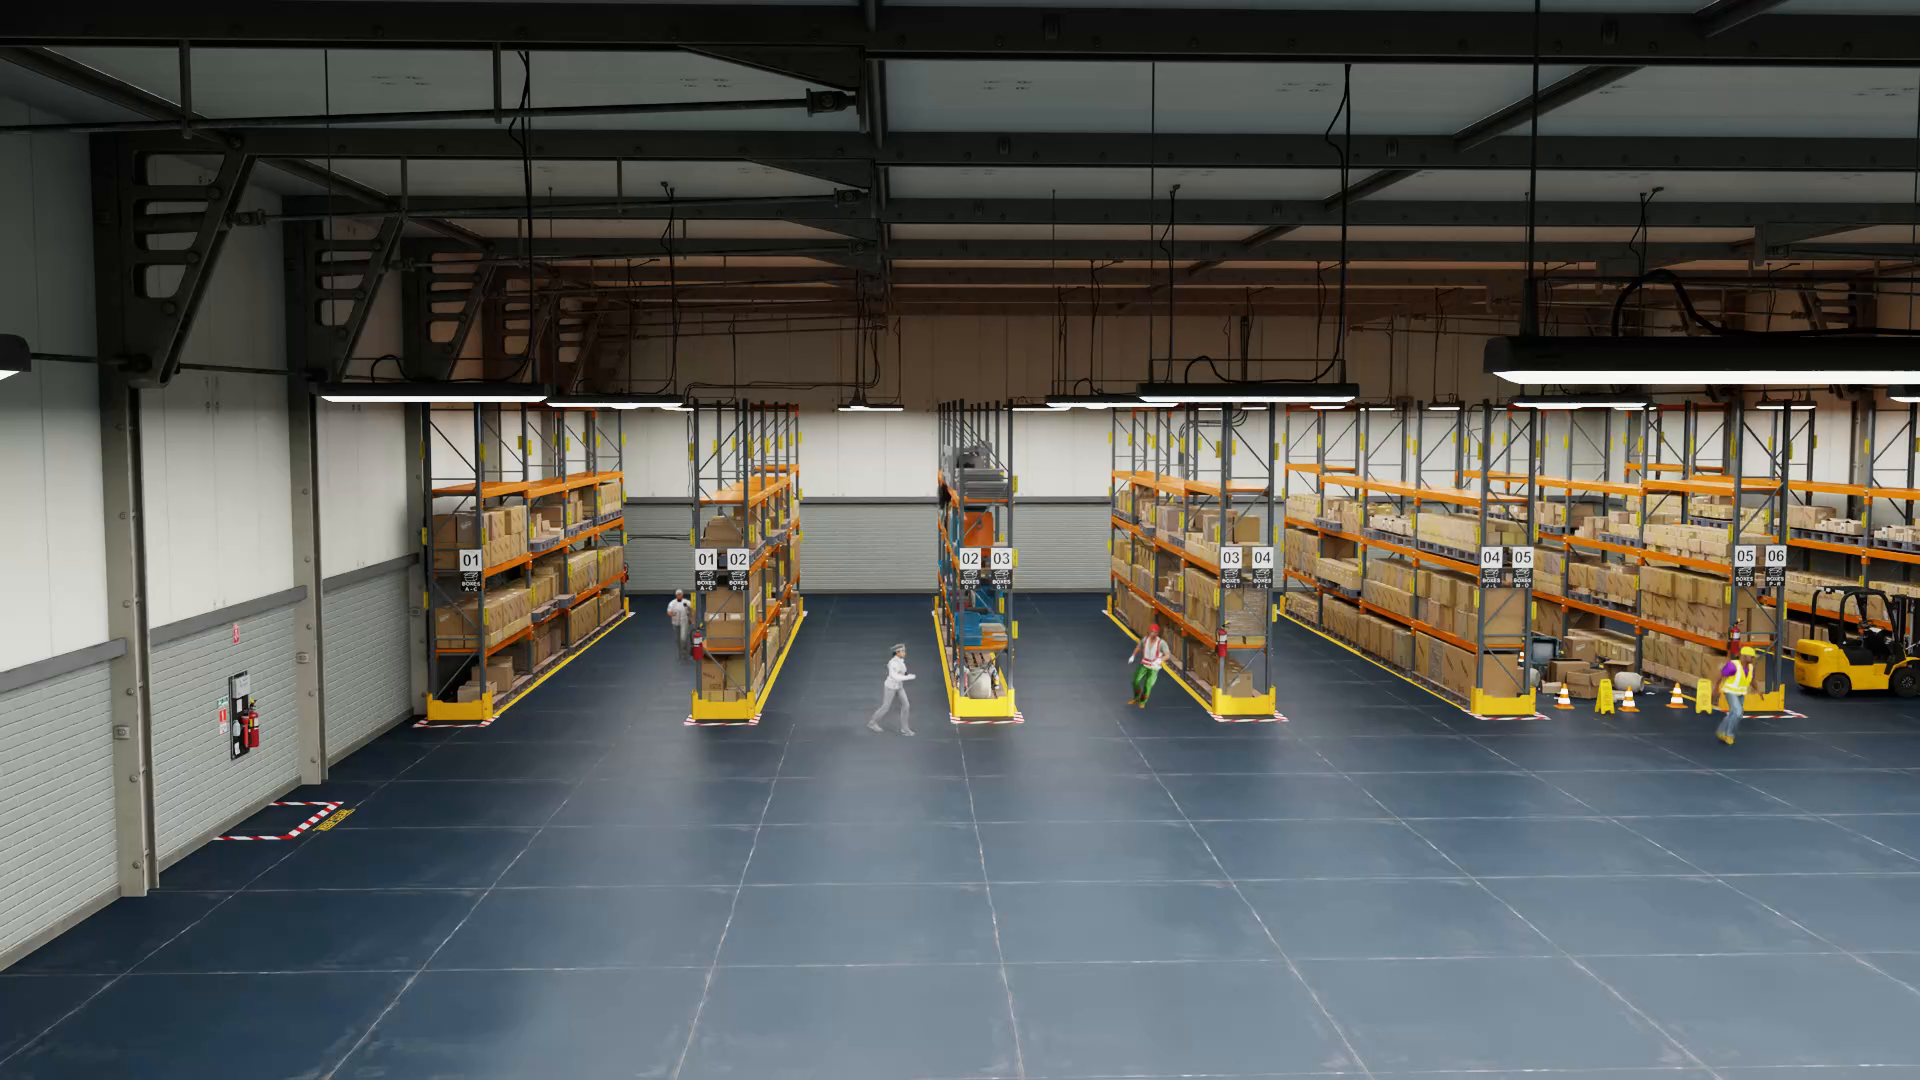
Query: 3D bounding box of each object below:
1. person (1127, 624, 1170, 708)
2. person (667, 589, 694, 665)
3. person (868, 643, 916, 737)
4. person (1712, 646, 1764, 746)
[{"bbox_3d":[3.622,2.445,32.155,0.867,1.667,0.663,1,5,18],"label":"person"},{"bbox_3d":[-6.440,1.985,38.319,0.552,1.724,0.842,0,4,5],"label":"person"},{"bbox_3d":[-1.203,2.652,29.539,0.935,1.681,0.602,2,5,22],"label":"person"},{"bbox_3d":[13.485,2.680,28.912,0.686,1.715,0.754,-2,5,-23],"label":"person"}]
